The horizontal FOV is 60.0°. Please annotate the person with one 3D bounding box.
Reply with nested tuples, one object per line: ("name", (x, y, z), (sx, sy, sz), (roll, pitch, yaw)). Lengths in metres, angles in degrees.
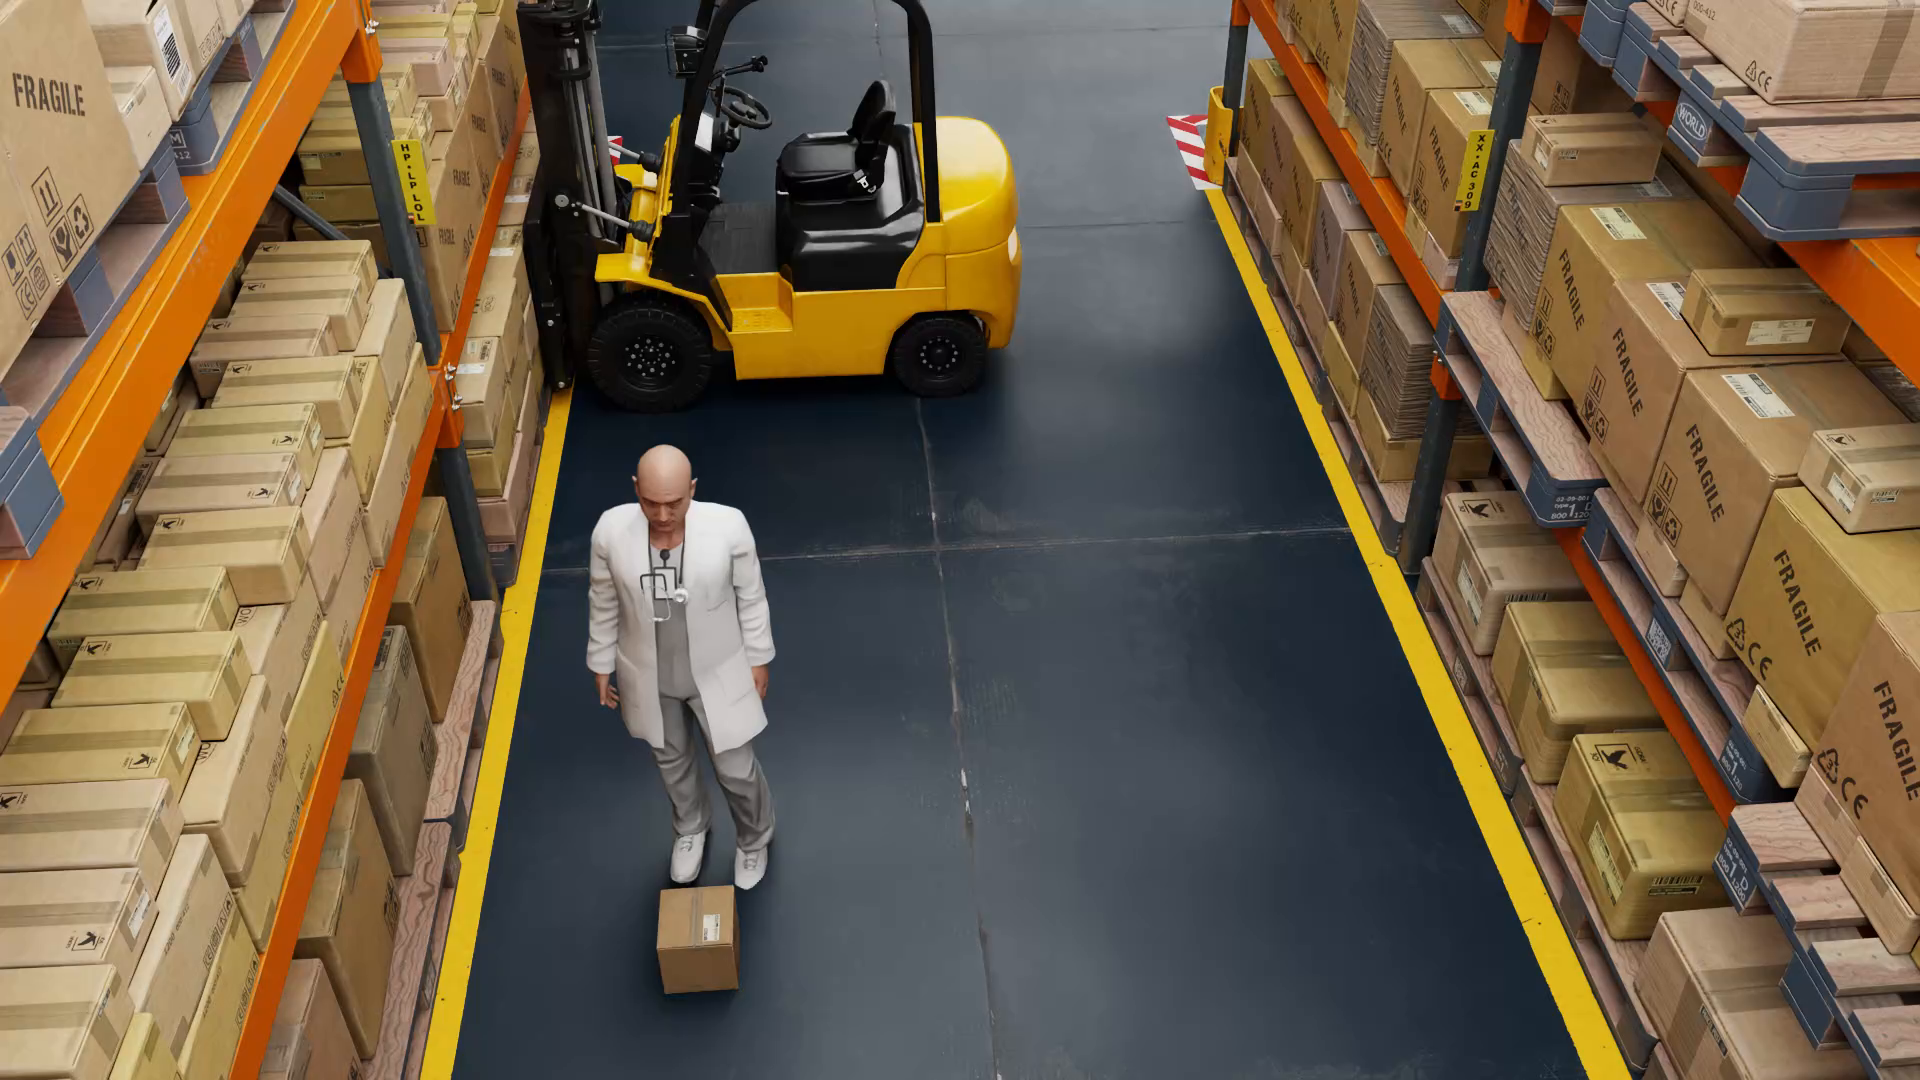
("person", (-0.944, 0.475, 5.603), (0.634, 1.839, 0.393), (1, 39, 1))
